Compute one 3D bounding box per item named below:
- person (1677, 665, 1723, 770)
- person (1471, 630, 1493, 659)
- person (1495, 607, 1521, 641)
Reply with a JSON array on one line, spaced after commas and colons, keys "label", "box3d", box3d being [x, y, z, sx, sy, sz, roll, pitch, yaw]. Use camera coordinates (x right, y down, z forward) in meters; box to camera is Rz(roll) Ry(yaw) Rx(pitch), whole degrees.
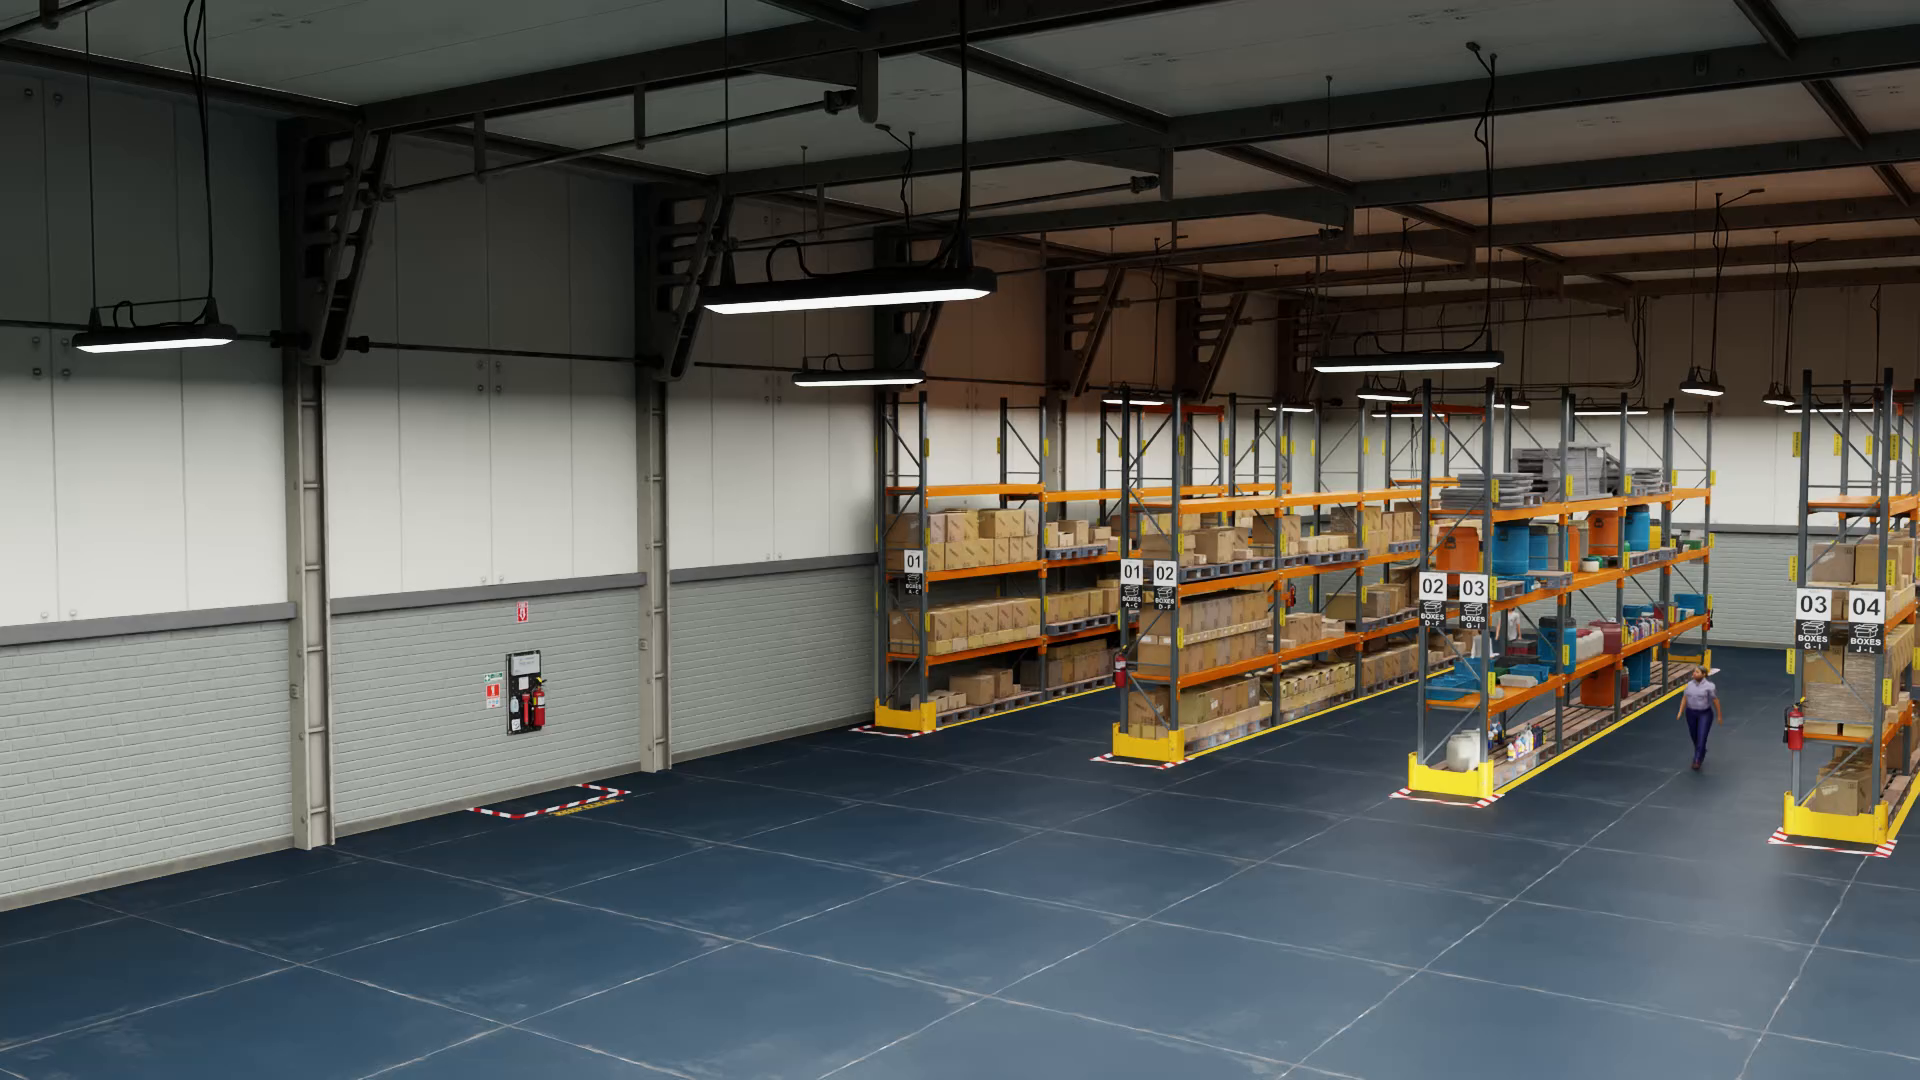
[{"label": "person", "box3d": [11.578, 2.745, 26.027, 0.585, 1.582, 1.061, 3, 4, 44]}, {"label": "person", "box3d": [10.134, 2.418, 32.274, 0.460, 1.595, 0.458, 2, 4, 35]}, {"label": "person", "box3d": [12.189, 2.134, 36.947, 0.512, 1.612, 1.082, 2, 4, 31]}]
